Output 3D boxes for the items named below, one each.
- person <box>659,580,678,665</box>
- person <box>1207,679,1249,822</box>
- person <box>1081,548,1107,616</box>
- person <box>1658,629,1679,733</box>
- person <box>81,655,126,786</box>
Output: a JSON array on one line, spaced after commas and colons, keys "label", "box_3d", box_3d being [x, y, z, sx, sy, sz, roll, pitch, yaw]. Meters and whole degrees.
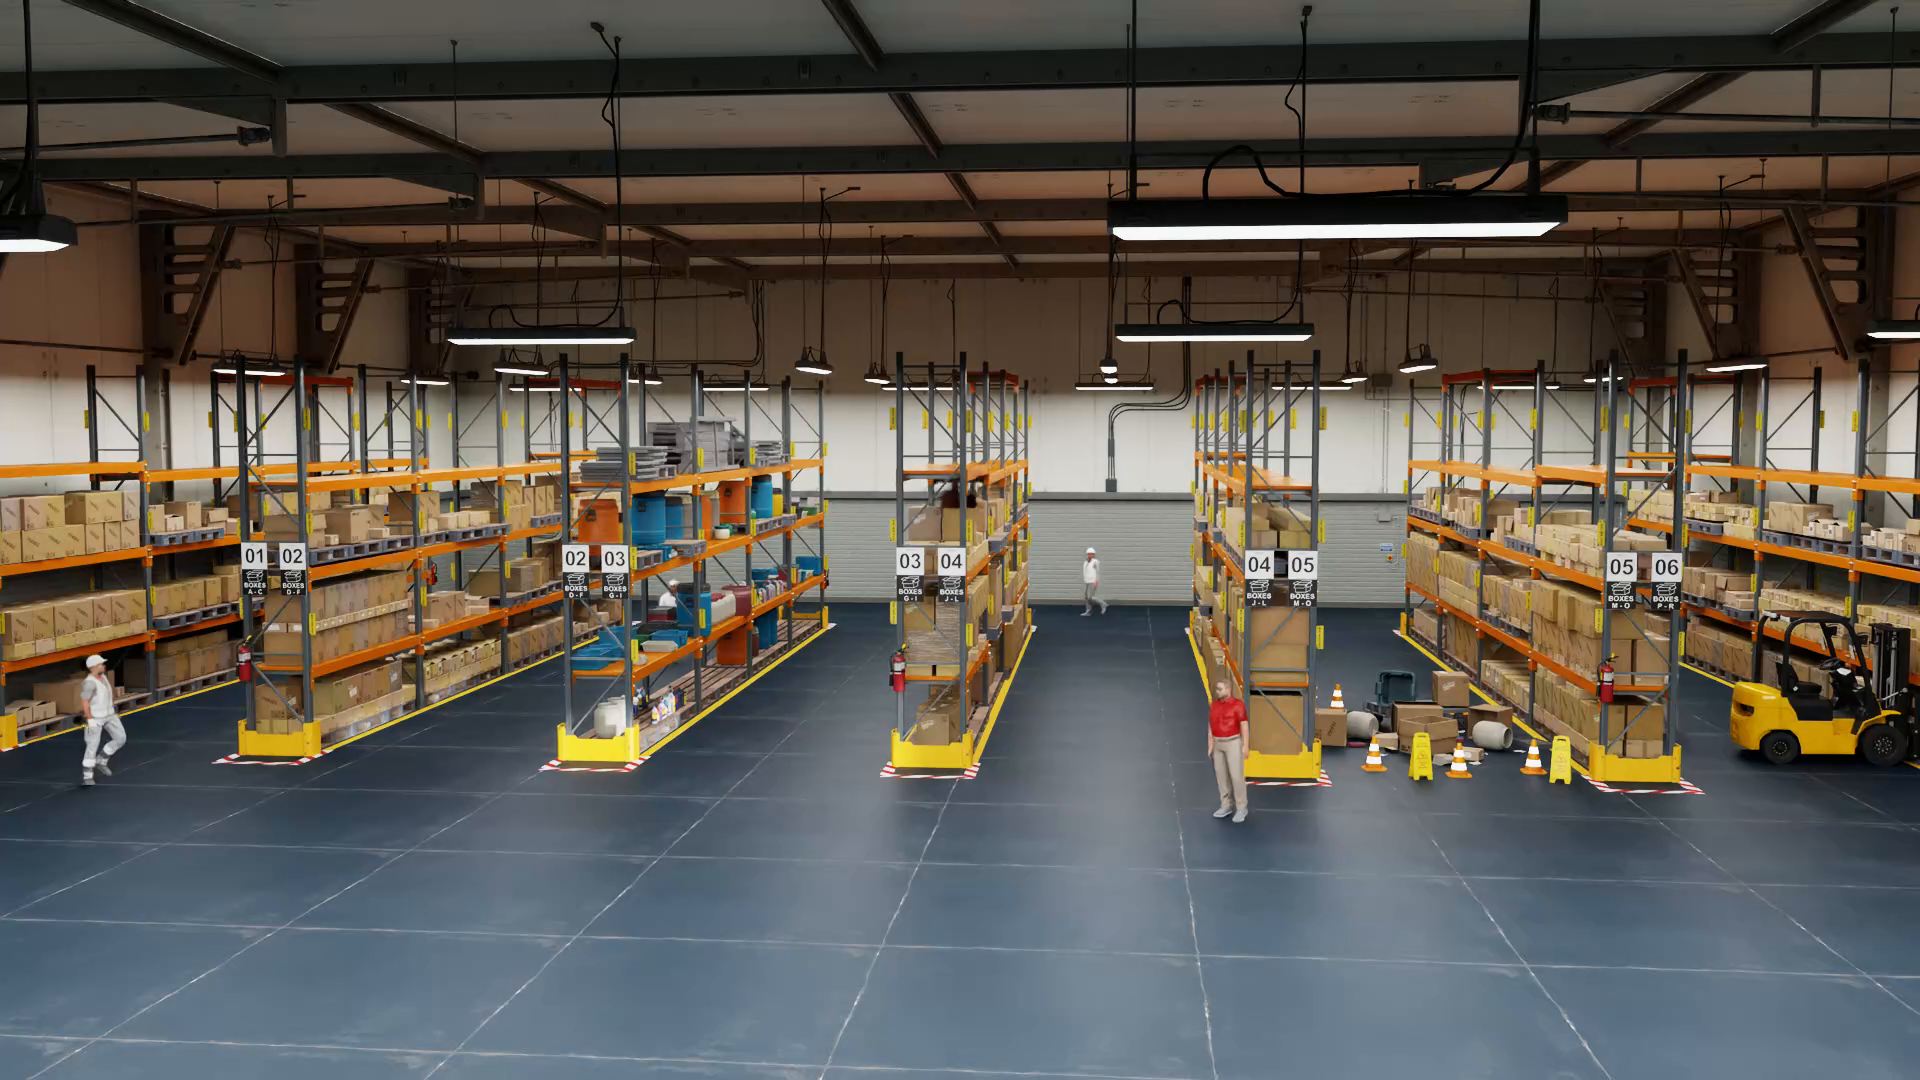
[{"label": "person", "box_3d": [-5.970, 1.698, 34.457, 0.557, 1.730, 1.022, 1, 4, 10]}, {"label": "person", "box_3d": [3.383, 2.657, 21.080, 0.625, 1.776, 0.386, 4, 6, 44]}, {"label": "person", "box_3d": [3.427, 1.078, 42.663, 0.648, 1.762, 0.517, -1, 4, -12]}, {"label": "person", "box_3d": [11.374, 2.272, 26.797, 0.438, 1.684, 0.556, 3, 5, 34]}, {"label": "person", "box_3d": [-11.929, 2.472, 23.053, 0.514, 1.790, 0.677, 1, 4, 16]}]
